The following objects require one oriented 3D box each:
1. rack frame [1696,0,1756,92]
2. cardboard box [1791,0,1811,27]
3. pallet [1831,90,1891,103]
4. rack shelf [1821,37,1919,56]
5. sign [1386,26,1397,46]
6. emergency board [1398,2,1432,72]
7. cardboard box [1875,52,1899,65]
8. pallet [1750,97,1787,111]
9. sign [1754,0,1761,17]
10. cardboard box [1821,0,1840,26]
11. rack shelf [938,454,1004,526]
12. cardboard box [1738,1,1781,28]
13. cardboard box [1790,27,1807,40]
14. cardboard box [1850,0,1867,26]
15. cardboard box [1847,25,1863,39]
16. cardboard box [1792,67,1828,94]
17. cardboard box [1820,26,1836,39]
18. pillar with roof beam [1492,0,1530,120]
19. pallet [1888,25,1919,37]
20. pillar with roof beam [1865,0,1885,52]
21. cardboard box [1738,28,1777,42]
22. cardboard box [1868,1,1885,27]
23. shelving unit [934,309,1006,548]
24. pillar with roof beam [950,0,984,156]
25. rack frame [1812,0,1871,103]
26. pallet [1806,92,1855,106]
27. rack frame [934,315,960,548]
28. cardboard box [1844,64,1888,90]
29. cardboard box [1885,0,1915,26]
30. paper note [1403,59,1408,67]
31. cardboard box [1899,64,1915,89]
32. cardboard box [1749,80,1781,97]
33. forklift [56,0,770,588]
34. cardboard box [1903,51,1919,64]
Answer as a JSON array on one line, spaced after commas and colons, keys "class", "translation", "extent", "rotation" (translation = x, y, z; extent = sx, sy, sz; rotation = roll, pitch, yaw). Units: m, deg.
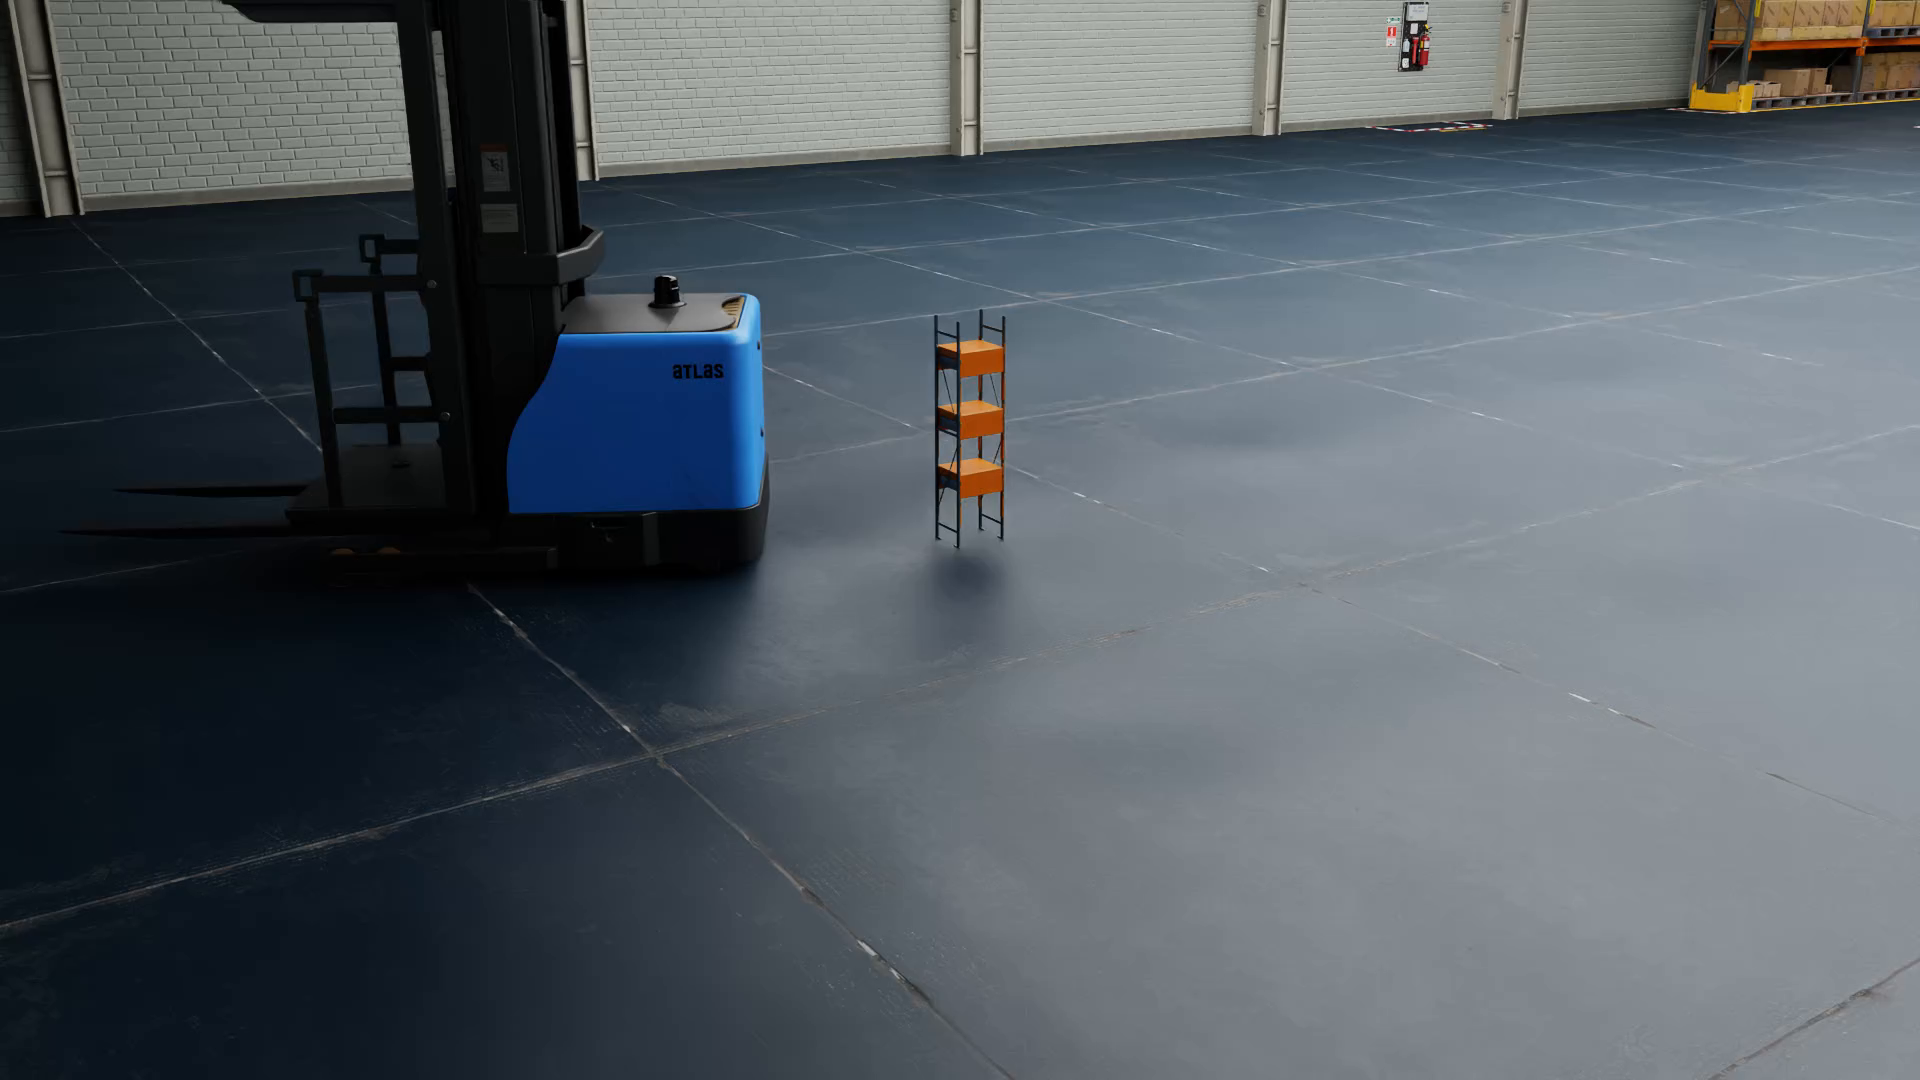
[{"class": "rack frame", "translation": [15.021, -9.956, 32.509], "extent": [0.127, 3.000, 1.000], "rotation": [-12, 22, -31]}, {"class": "cardboard box", "translation": [16.439, -10.427, 32.935], "extent": [0.500, 0.500, 0.500], "rotation": [-13, 22, -33]}, {"class": "pallet", "translation": [19.012, -9.477, 35.447], "extent": [1.213, 0.211, 1.003], "rotation": [-12, 22, -31]}, {"class": "rack shelf", "translation": [20.033, -10.672, 35.751], "extent": [4.000, 0.370, 1.077], "rotation": [-12, 22, -31]}, {"class": "sign", "translation": [7.516, -8.775, 28.963], "extent": [0.234, 0.329, 0.001], "rotation": [-12, 22, -31]}, {"class": "emergency board", "translation": [8.034, -8.828, 29.175], "extent": [0.643, 1.169, 0.194], "rotation": [-12, 22, -31]}, {"class": "cardboard box", "translation": [19.766, -10.345, 35.706], "extent": [0.500, 0.250, 0.500], "rotation": [-13, 22, -33]}, {"class": "pallet", "translation": [15.783, -8.782, 33.391], "extent": [1.213, 0.211, 1.003], "rotation": [-12, 22, -31]}, {"class": "sign", "translation": [15.320, -10.221, 31.941], "extent": [0.005, 0.325, 0.100], "rotation": [-12, 22, -31]}, {"class": "cardboard box", "translation": [17.297, -10.613, 33.485], "extent": [0.500, 0.500, 0.500], "rotation": [-13, 22, -33]}, {"class": "rack shelf", "translation": [0.045, -0.233, 7.697], "extent": [0.240, 0.259, 0.215], "rotation": [-12, 22, -31]}, {"class": "cardboard box", "translation": [15.585, -10.253, 32.421], "extent": [0.500, 0.500, 0.500], "rotation": [-12, 22, -31]}, {"class": "cardboard box", "translation": [16.458, -10.078, 33.076], "extent": [0.500, 0.250, 0.500], "rotation": [-12, 22, -32]}, {"class": "cardboard box", "translation": [18.137, -10.788, 34.003], "extent": [0.500, 0.500, 0.500], "rotation": [-12, 22, -32]}, {"class": "cardboard box", "translation": [18.133, -10.434, 34.128], "extent": [0.500, 0.250, 0.500], "rotation": [-12, 22, -31]}, {"class": "cardboard box", "translation": [17.517, -9.491, 34.351], "extent": [0.500, 0.500, 0.500], "rotation": [-14, 23, -35]}, {"class": "cardboard box", "translation": [17.301, -10.256, 33.600], "extent": [0.500, 0.250, 0.500], "rotation": [-12, 22, -32]}, {"class": "pillar with roof beam", "translation": [12.487, -10.944, 26.065], "extent": [0.400, 9.000, 9.100], "rotation": [-12, 22, -31]}, {"class": "pallet", "translation": [20.072, -10.914, 35.644], "extent": [1.213, 0.211, 1.003], "rotation": [-12, 22, -31]}, {"class": "pillar with roof beam", "translation": [22.509, -13.058, 32.318], "extent": [0.400, 9.000, 9.100], "rotation": [-12, 22, -31]}, {"class": "cardboard box", "translation": [15.604, -9.895, 32.533], "extent": [0.500, 0.250, 0.500], "rotation": [-13, 22, -33]}, {"class": "cardboard box", "translation": [18.806, -10.996, 34.745], "extent": [0.500, 0.500, 0.700], "rotation": [-12, 22, -31]}, {"class": "shelving unit", "translation": [0.045, -0.507, 7.605], "extent": [0.252, 1.050, 0.215], "rotation": [-12, 22, -31]}, {"class": "pillar with roof beam", "translation": [2.465, -8.830, 19.813], "extent": [0.400, 9.000, 9.100], "rotation": [-12, 22, -31]}, {"class": "rack frame", "translation": [18.362, -10.660, 34.593], "extent": [0.127, 3.000, 1.000], "rotation": [-12, 22, -31]}, {"class": "pallet", "translation": [17.821, -9.211, 34.662], "extent": [1.213, 0.211, 1.003], "rotation": [-12, 22, -31]}, {"class": "rack frame", "translation": [-0.057, -0.485, 7.541], "extent": [0.008, 1.050, 0.200], "rotation": [-12, 22, -31]}, {"class": "cardboard box", "translation": [19.372, -9.923, 35.629], "extent": [0.500, 0.500, 0.700], "rotation": [-12, 22, -32]}, {"class": "cardboard box", "translation": [19.809, -11.217, 35.398], "extent": [0.500, 0.500, 0.700], "rotation": [-9, 21, -24]}, {"class": "paper note", "translation": [7.849, -8.398, 29.278], "extent": [0.142, 0.148, 0.016], "rotation": [-12, 22, -31]}, {"class": "cardboard box", "translation": [20.237, -10.093, 36.133], "extent": [0.500, 0.500, 0.700], "rotation": [-12, 22, -32]}, {"class": "cardboard box", "translation": [16.125, -9.088, 33.456], "extent": [0.500, 0.311, 0.500], "rotation": [-10, 21, -27]}, {"class": "forklift", "translation": [-2.412, -1.359, 7.187], "extent": [3.031, 2.935, 1.130], "rotation": [-1, 19, -4]}, {"class": "cardboard box", "translation": [20.620, -10.520, 36.223], "extent": [0.500, 0.250, 0.500], "rotation": [-11, 22, -30]}]
